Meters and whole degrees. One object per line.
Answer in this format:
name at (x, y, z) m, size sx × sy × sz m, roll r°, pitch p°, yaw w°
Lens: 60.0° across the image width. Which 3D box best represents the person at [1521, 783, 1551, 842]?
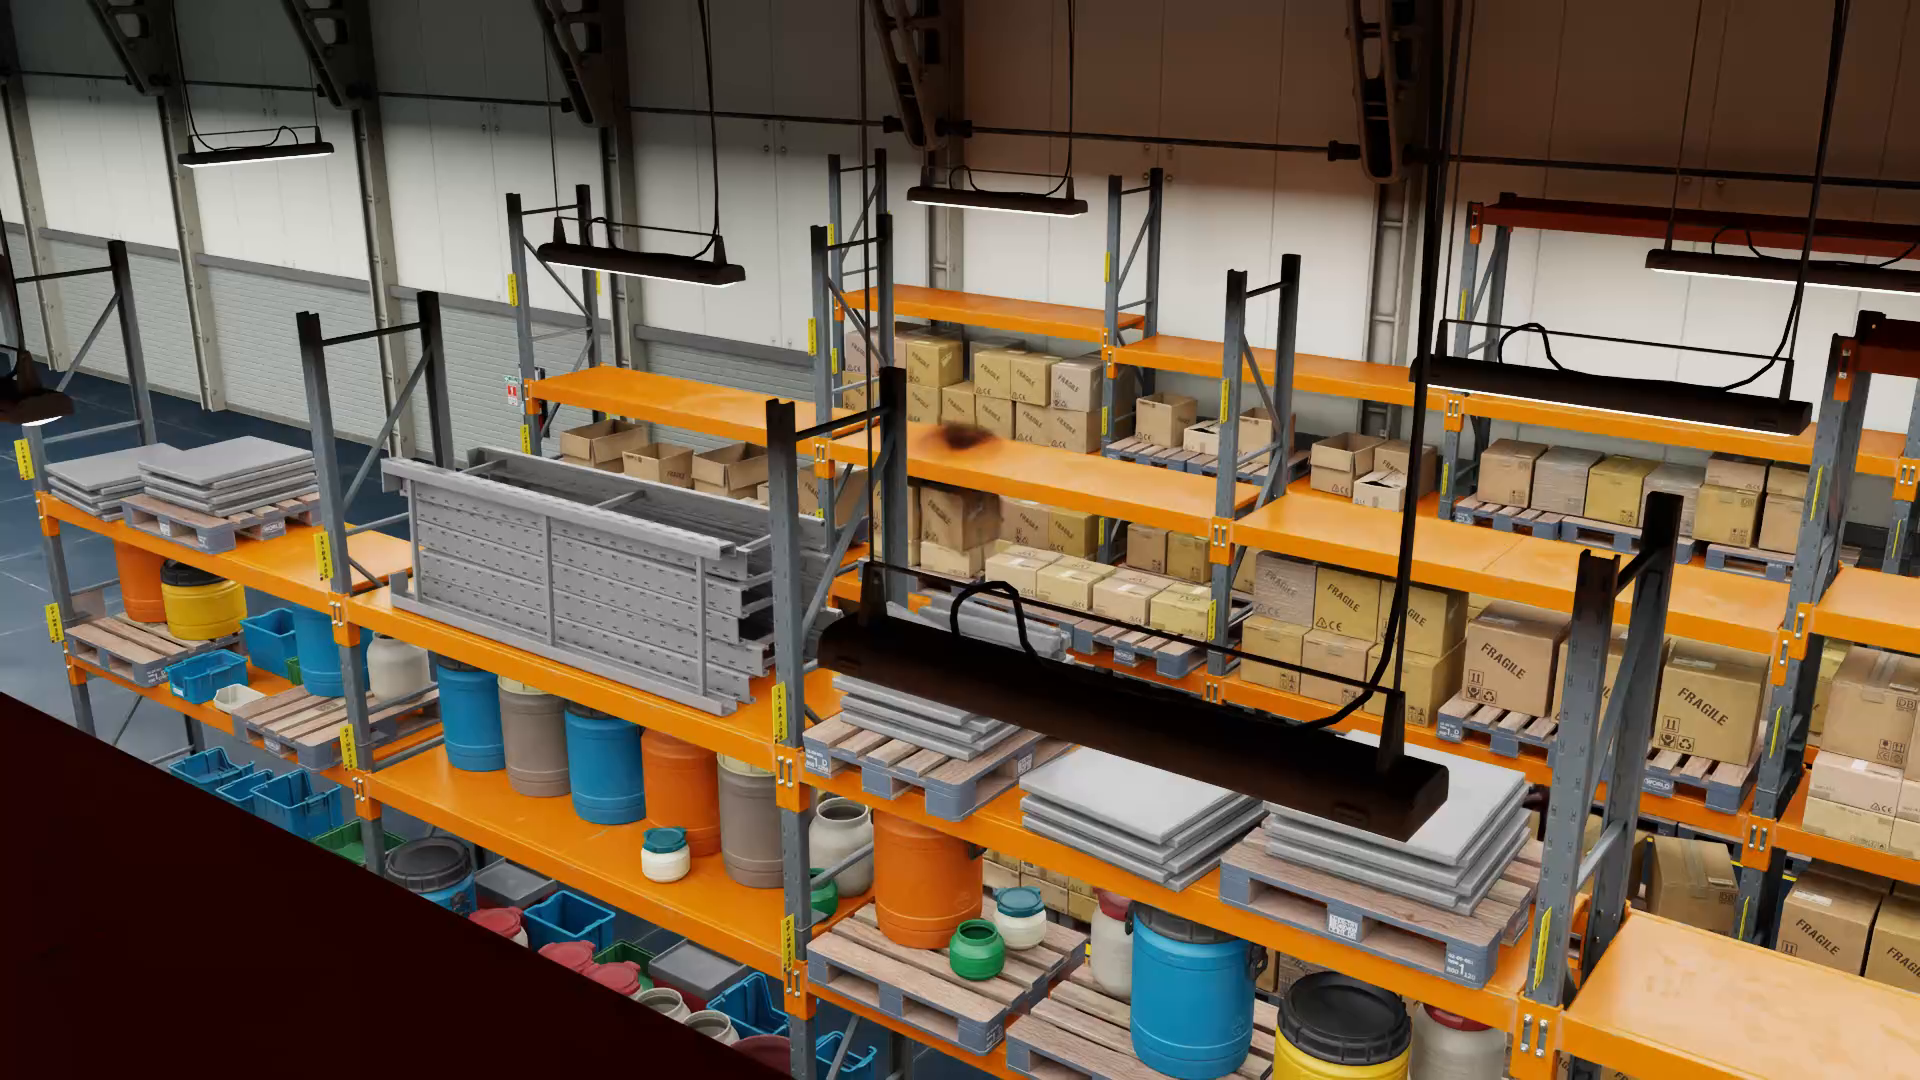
person at (5.317, 2.488, 15.072) m, size 0.923 × 1.814 × 0.713 m, roll 12°, pitch 22°, yaw 33°
